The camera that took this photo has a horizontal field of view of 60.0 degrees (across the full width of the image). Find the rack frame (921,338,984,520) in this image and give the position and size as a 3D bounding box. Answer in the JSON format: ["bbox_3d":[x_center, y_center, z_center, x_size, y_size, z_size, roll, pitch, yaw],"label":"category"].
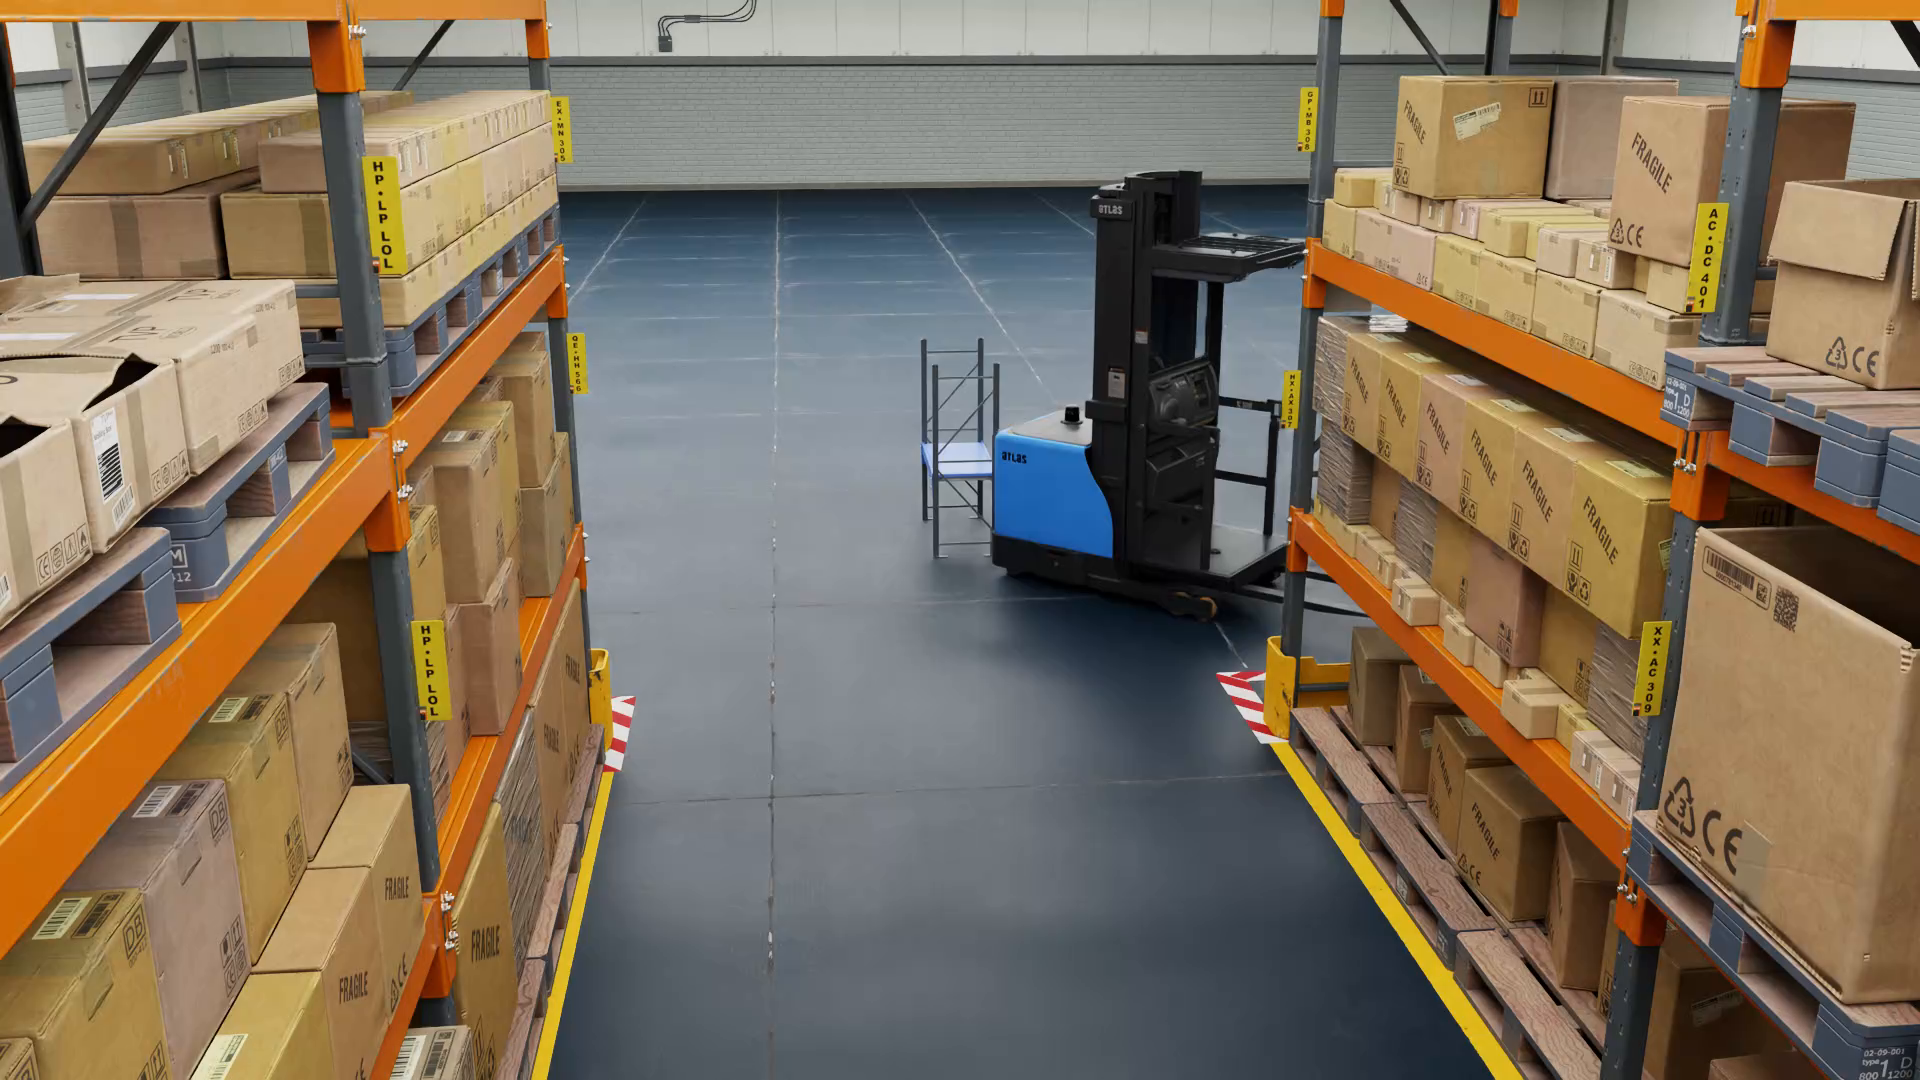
[{"bbox_3d":[-0.061,-0.892,13.516,0.500,1.500,0.032,-2,18,-6],"label":"rack frame"}]

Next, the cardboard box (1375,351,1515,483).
[{"bbox_3d":[2.255,-0.575,7.669,0.500,0.500,0.500,-2,18,-6],"label":"cardboard box"}]

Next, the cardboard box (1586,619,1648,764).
[{"bbox_3d":[2.800,0.487,5.955,0.875,0.500,0.500,-2,18,-6],"label":"cardboard box"}]

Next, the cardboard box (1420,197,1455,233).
[{"bbox_3d":[2.271,-1.451,7.369,0.380,0.149,0.250,-3,18,-8],"label":"cardboard box"}]

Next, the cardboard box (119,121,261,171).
[{"bbox_3d":[-2.591,-1.328,5.611,0.380,0.149,0.250,-1,17,-5],"label":"cardboard box"}]

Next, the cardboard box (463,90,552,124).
[{"bbox_3d":[-2.199,-2.106,8.090,0.380,0.149,0.250,-2,18,-5],"label":"cardboard box"}]

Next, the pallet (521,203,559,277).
[{"bbox_3d":[-2.485,-1.424,7.846,1.003,0.211,1.213,-2,18,-6],"label":"pallet"}]

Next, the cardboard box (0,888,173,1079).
[{"bbox_3d":[-1.945,1.013,3.107,0.700,0.500,0.500,-2,18,-6],"label":"cardboard box"}]

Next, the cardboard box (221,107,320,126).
[{"bbox_3d":[-2.697,-1.632,6.578,0.380,0.149,0.250,-2,17,-5],"label":"cardboard box"}]

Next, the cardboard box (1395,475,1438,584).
[{"bbox_3d":[2.581,-0.109,7.851,0.875,0.500,0.500,-2,18,-6],"label":"cardboard box"}]

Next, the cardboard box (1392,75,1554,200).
[{"bbox_3d":[2.257,-1.788,7.358,0.500,0.500,0.500,-2,18,-6],"label":"cardboard box"}]

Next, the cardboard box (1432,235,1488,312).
[{"bbox_3d":[2.330,-1.131,7.015,0.500,0.250,0.500,-1,17,-4],"label":"cardboard box"}]

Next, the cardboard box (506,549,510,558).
[{"bbox_3d":[-2.381,0.272,7.052,0.875,0.550,0.500,-2,18,-6],"label":"cardboard box"}]

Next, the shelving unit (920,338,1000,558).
[{"bbox_3d":[-0.009,-0.741,13.033,0.538,1.500,1.048,-2,18,-6],"label":"shelving unit"}]

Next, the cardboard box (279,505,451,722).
[{"bbox_3d":[-2.163,0.238,5.358,0.875,0.550,0.550,-2,18,-6],"label":"cardboard box"}]

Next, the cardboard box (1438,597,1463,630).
[{"bbox_3d":[2.380,0.353,7.463,0.380,0.149,0.250,-2,18,-6],"label":"cardboard box"}]

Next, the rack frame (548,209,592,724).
[{"bbox_3d":[-2.572,-0.256,8.985,1.000,3.000,0.127,-2,18,-6],"label":"rack frame"}]

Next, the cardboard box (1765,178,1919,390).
[{"bbox_3d":[2.735,-0.725,4.598,0.797,0.503,0.637,-3,18,-8],"label":"cardboard box"}]

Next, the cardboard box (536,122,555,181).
[{"bbox_3d":[-2.243,-1.868,7.999,0.500,0.250,0.500,-2,17,-5],"label":"cardboard box"}]

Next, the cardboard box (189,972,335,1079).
[{"bbox_3d":[-1.735,1.336,3.746,0.500,0.500,0.500,-2,17,-5],"label":"cardboard box"}]

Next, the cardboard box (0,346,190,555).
[{"bbox_3d":[-1.760,-0.186,3.033,0.500,0.311,0.500,-2,18,-8],"label":"cardboard box"}]

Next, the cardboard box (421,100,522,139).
[{"bbox_3d":[-2.096,-1.804,7.127,0.380,0.149,0.250,-2,18,-5],"label":"cardboard box"}]

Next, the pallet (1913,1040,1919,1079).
[{"bbox_3d":[2.952,1.507,3.688,1.003,0.211,1.213,-2,18,-6],"label":"pallet"}]

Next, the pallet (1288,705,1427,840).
[{"bbox_3d":[2.429,1.217,8.948,1.003,0.211,1.213,-2,18,-6],"label":"pallet"}]

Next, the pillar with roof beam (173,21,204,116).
[{"bbox_3d":[-12.059,-11.617,35.155,9.100,9.000,0.400,-2,18,-6],"label":"pillar with roof beam"}]

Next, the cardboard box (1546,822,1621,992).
[{"bbox_3d":[2.717,1.514,6.819,0.500,0.500,0.500,4,18,12],"label":"cardboard box"}]

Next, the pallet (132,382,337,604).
[{"bbox_3d":[-2.016,-0.132,3.903,0.805,0.209,1.217,-2,18,-8],"label":"pallet"}]

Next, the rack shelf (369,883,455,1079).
[{"bbox_3d":[-1.953,1.875,3.399,1.077,0.370,4.000,-2,18,-6],"label":"rack shelf"}]

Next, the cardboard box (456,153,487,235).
[{"bbox_3d":[-2.037,-1.269,6.089,0.500,0.250,0.500,-2,18,-6],"label":"cardboard box"}]

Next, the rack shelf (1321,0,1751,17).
[{"bbox_3d":[2.578,-2.301,6.689,1.077,0.370,4.000,-2,18,-6],"label":"rack shelf"}]

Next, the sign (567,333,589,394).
[{"bbox_3d":[-2.031,-0.934,8.816,0.100,0.325,0.005,-2,18,-6],"label":"sign"}]

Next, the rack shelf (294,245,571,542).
[{"bbox_3d":[-2.365,-0.748,6.745,1.077,0.370,4.000,-2,18,-6],"label":"rack shelf"}]

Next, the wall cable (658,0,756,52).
[{"bbox_3d":[-5.885,-14.313,38.067,2.305,6.003,0.169,-2,18,-6],"label":"wall cable"}]

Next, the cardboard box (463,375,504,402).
[{"bbox_3d":[-2.501,-0.399,7.387,0.875,0.550,0.550,-2,18,-6],"label":"cardboard box"}]

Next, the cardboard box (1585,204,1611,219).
[{"bbox_3d":[2.825,-1.307,6.908,0.380,0.149,0.250,-1,17,-4],"label":"cardboard box"}]

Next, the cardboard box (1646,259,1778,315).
[{"bbox_3d":[2.464,-0.825,5.374,0.380,0.149,0.250,-1,17,-4],"label":"cardboard box"}]

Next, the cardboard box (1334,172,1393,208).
[{"bbox_3d":[2.101,-1.760,8.351,0.380,0.149,0.250,-1,17,-4],"label":"cardboard box"}]

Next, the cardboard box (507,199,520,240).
[{"bbox_3d":[-2.070,-1.348,7.007,0.380,0.149,0.250,-2,18,-5],"label":"cardboard box"}]

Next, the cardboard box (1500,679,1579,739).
[{"bbox_3d":[2.351,0.655,6.501,0.380,0.149,0.250,-2,18,-6],"label":"cardboard box"}]

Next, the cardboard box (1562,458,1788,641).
[{"bbox_3d":[2.465,0.020,5.772,0.500,0.500,0.500,-2,18,-6],"label":"cardboard box"}]

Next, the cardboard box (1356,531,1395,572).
[{"bbox_3d":[2.228,0.057,8.408,0.380,0.149,0.250,-2,18,-6],"label":"cardboard box"}]

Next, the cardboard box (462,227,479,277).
[{"bbox_3d":[-1.965,-1.046,6.044,0.380,0.149,0.250,-2,18,-7],"label":"cardboard box"}]

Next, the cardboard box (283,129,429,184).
[{"bbox_3d":[-1.886,-1.199,5.201,0.380,0.149,0.250,-2,18,-6],"label":"cardboard box"}]

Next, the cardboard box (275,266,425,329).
[{"bbox_3d":[-1.859,-0.743,5.078,0.380,0.149,0.250,-2,18,-7],"label":"cardboard box"}]

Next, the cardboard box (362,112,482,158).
[{"bbox_3d":[-1.991,-1.502,6.166,0.380,0.149,0.250,-2,18,-6],"label":"cardboard box"}]

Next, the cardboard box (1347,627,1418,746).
[{"bbox_3d":[2.420,0.800,9.094,0.500,0.500,0.500,1,17,5],"label":"cardboard box"}]

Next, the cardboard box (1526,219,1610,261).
[{"bbox_3d":[2.408,-1.140,6.378,0.380,0.149,0.250,-1,17,-4],"label":"cardboard box"}]

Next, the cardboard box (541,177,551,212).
[{"bbox_3d":[-2.175,-1.652,7.974,0.380,0.149,0.250,-2,18,-5],"label":"cardboard box"}]

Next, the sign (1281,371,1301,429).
[{"bbox_3d":[1.833,-0.775,9.194,0.100,0.325,0.005,-2,18,-6],"label":"sign"}]

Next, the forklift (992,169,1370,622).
[{"bbox_3d":[1.736,-1.020,11.532,3.031,2.935,1.130,12,21,34],"label":"forklift"}]

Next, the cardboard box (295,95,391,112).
[{"bbox_3d":[-2.802,-1.936,7.547,0.380,0.149,0.250,-2,18,-6],"label":"cardboard box"}]

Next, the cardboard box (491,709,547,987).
[{"bbox_3d":[-2.251,1.291,6.903,0.875,0.875,0.875,-2,18,-5],"label":"cardboard box"}]

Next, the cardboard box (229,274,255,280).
[{"bbox_3d":[-2.569,-0.874,5.498,0.380,0.149,0.250,-2,17,-5],"label":"cardboard box"}]

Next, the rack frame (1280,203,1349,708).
[{"bbox_3d":[2.372,-0.379,9.377,1.000,3.000,0.127,-2,18,-6],"label":"rack frame"}]
